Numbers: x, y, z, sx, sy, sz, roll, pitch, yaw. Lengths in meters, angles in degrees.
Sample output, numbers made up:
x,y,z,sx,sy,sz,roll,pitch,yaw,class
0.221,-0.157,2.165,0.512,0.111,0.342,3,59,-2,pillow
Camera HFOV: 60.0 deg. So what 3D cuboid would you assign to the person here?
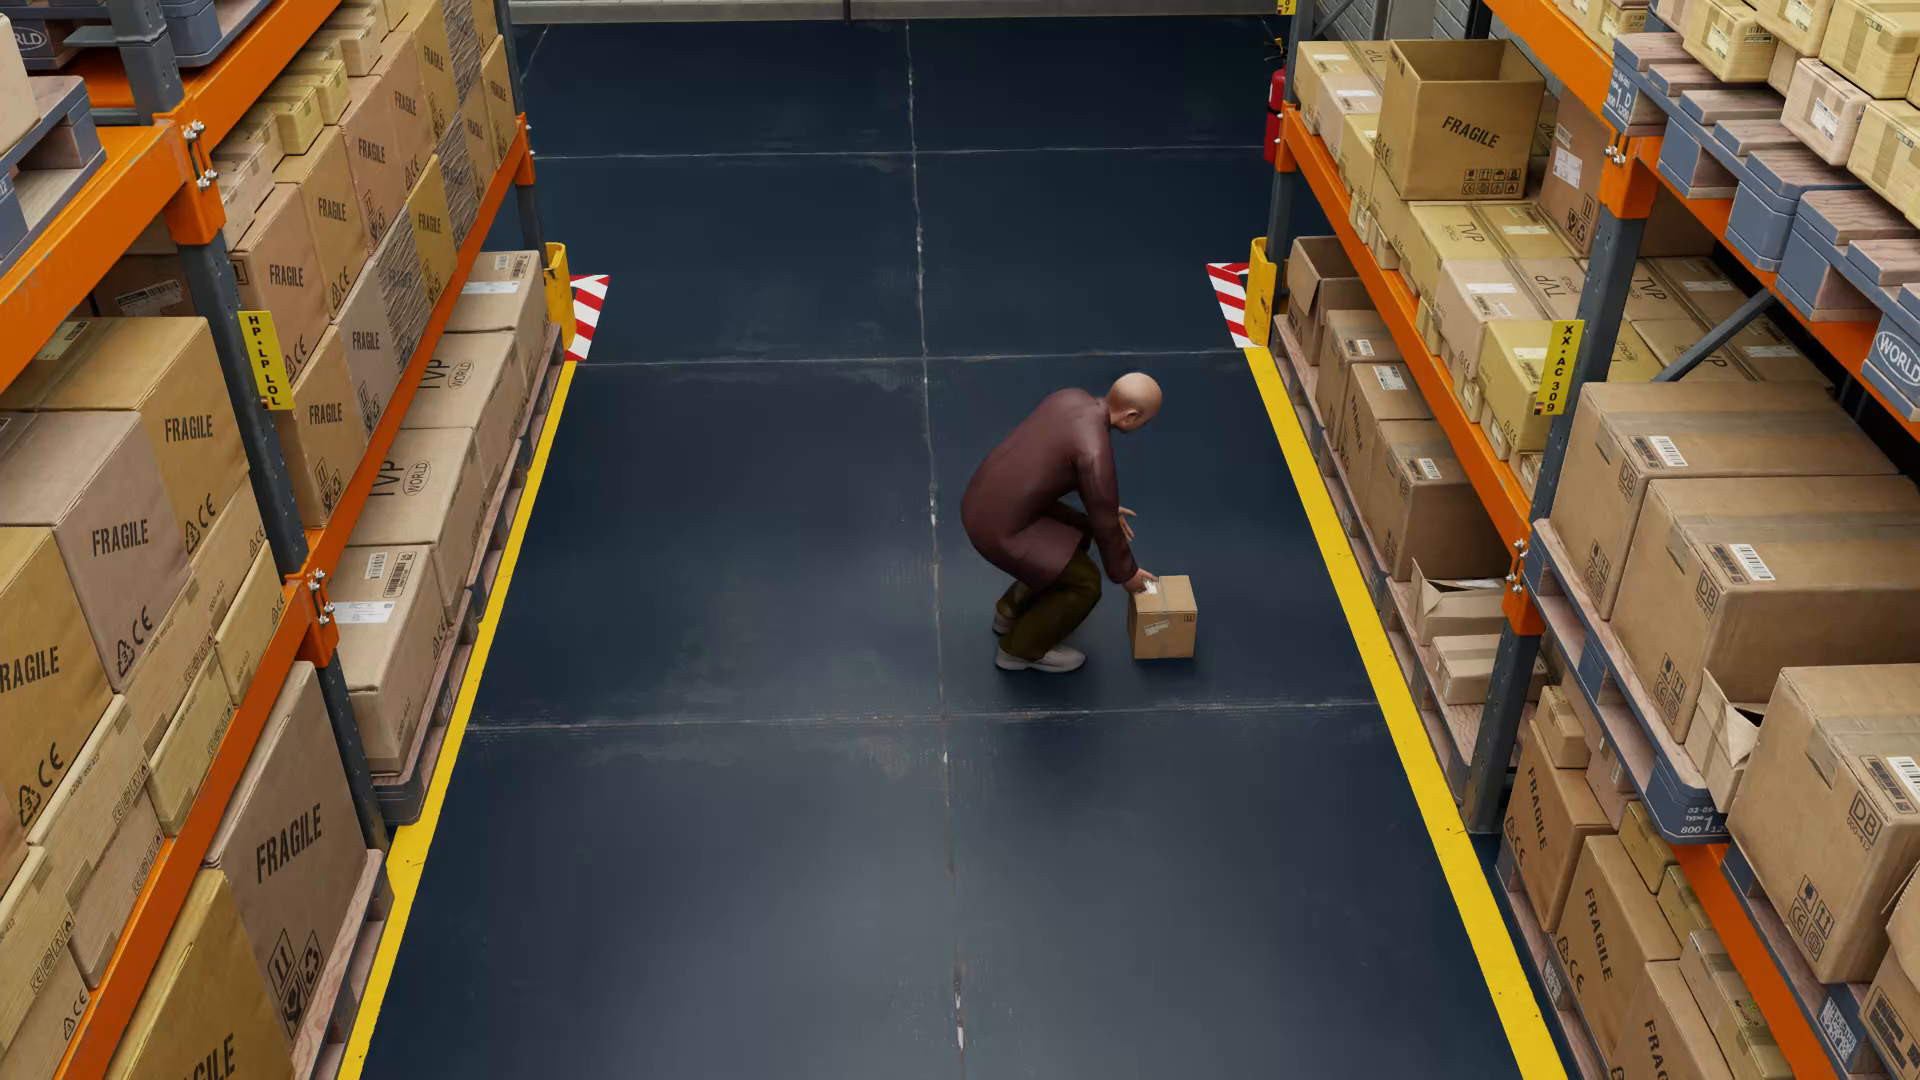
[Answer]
x,y,z,sx,sy,sz,roll,pitch,yaw,class
0.393,-0.091,6.748,0.793,1.256,0.633,-2,35,-2,person
